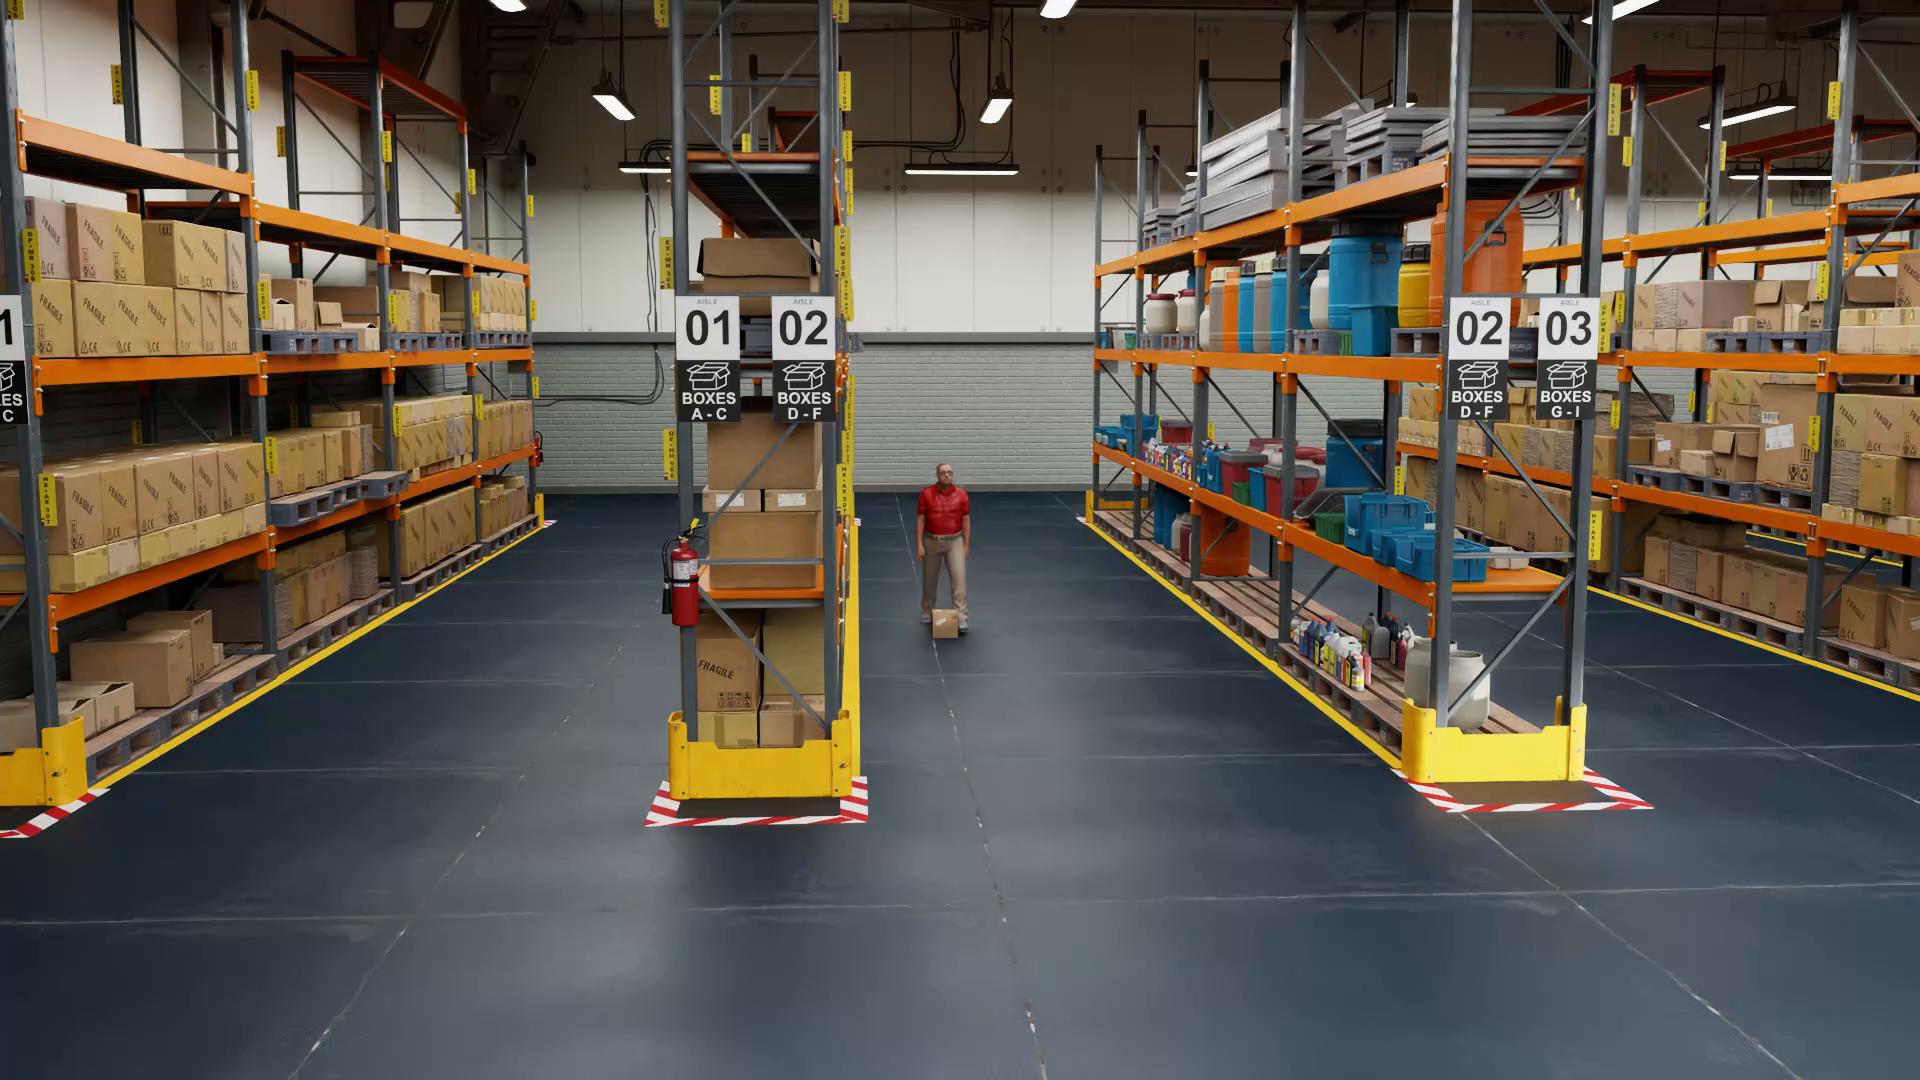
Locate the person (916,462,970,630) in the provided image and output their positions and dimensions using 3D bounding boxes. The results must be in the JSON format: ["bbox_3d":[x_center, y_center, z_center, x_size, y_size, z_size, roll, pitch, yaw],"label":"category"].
[{"bbox_3d":[-0.168,0.097,16.909,0.553,1.609,0.901,0,7,-2],"label":"person"}]
